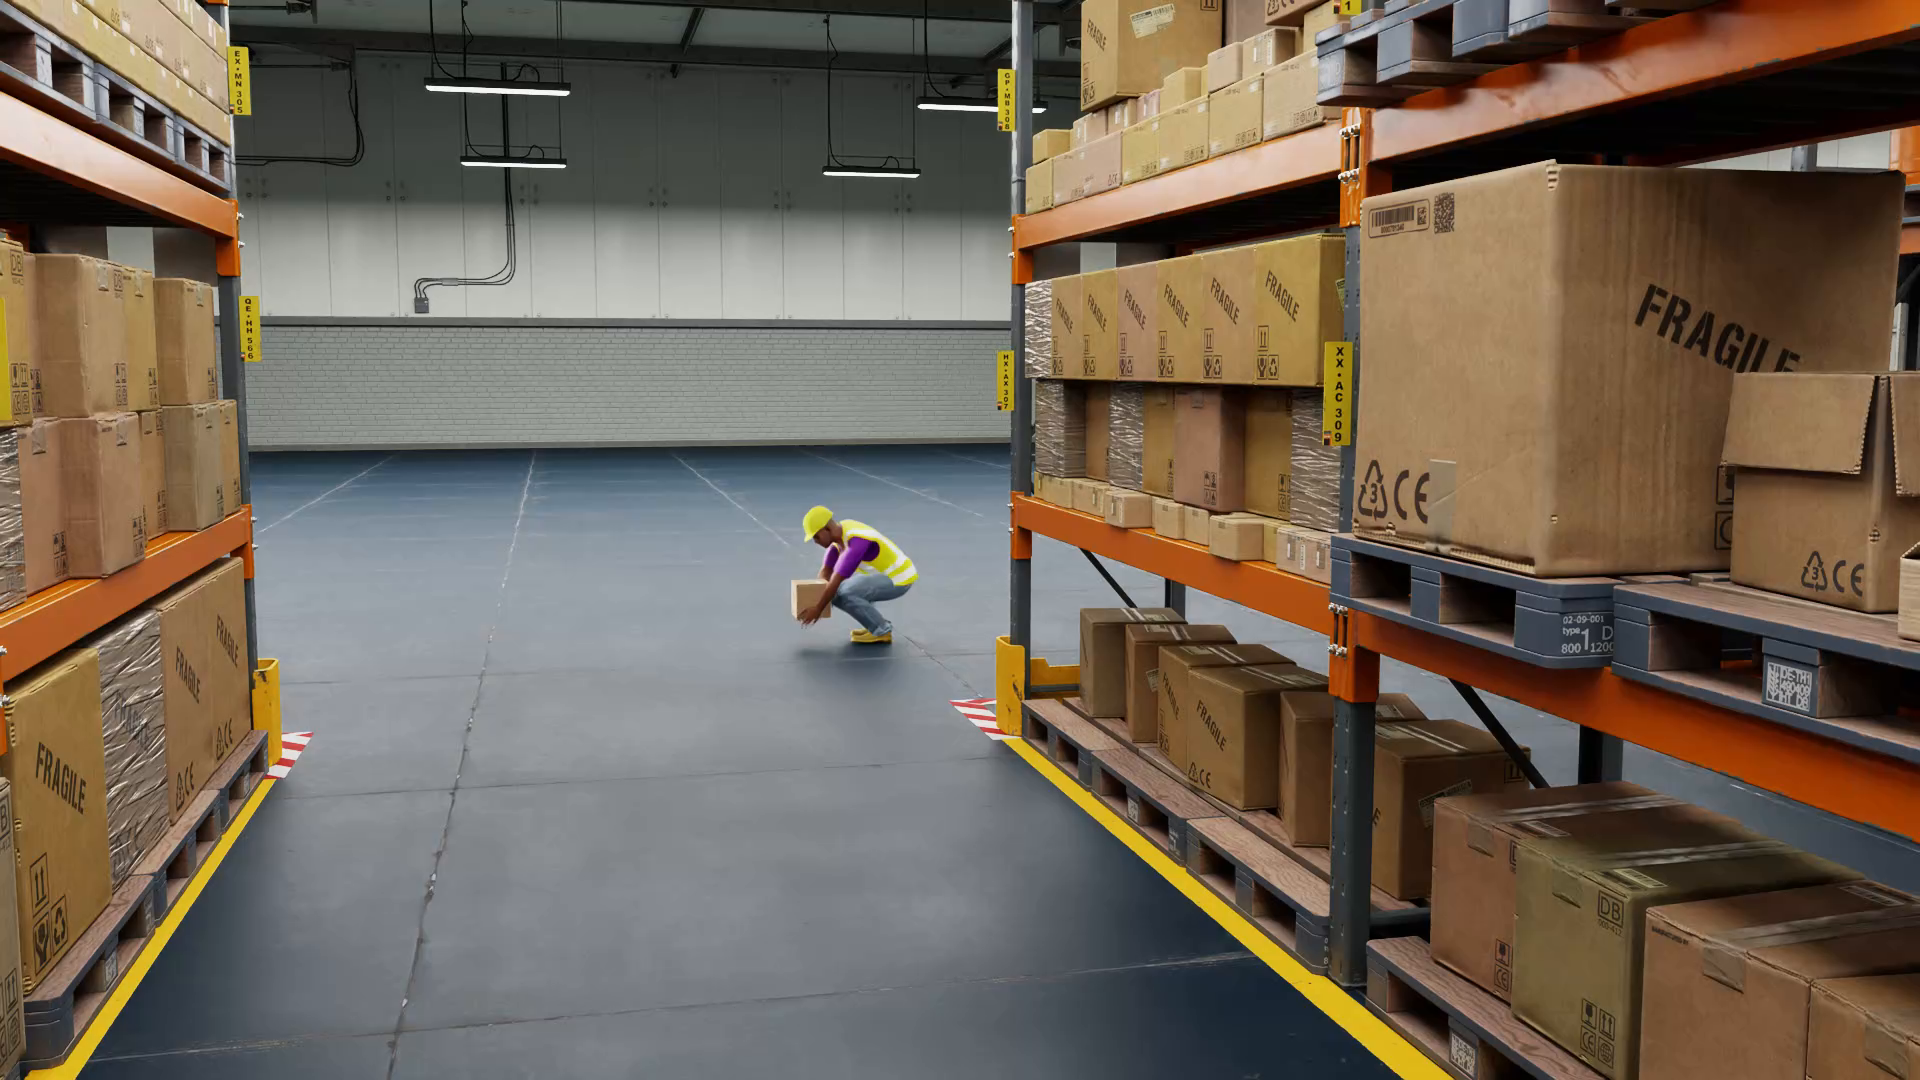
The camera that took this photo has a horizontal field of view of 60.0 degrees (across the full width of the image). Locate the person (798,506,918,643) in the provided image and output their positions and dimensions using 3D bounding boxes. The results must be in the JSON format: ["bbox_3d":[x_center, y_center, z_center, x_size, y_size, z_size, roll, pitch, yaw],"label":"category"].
[{"bbox_3d":[-0.754,0.248,12.124,0.897,1.012,0.546,-2,6,-15],"label":"person"}]
